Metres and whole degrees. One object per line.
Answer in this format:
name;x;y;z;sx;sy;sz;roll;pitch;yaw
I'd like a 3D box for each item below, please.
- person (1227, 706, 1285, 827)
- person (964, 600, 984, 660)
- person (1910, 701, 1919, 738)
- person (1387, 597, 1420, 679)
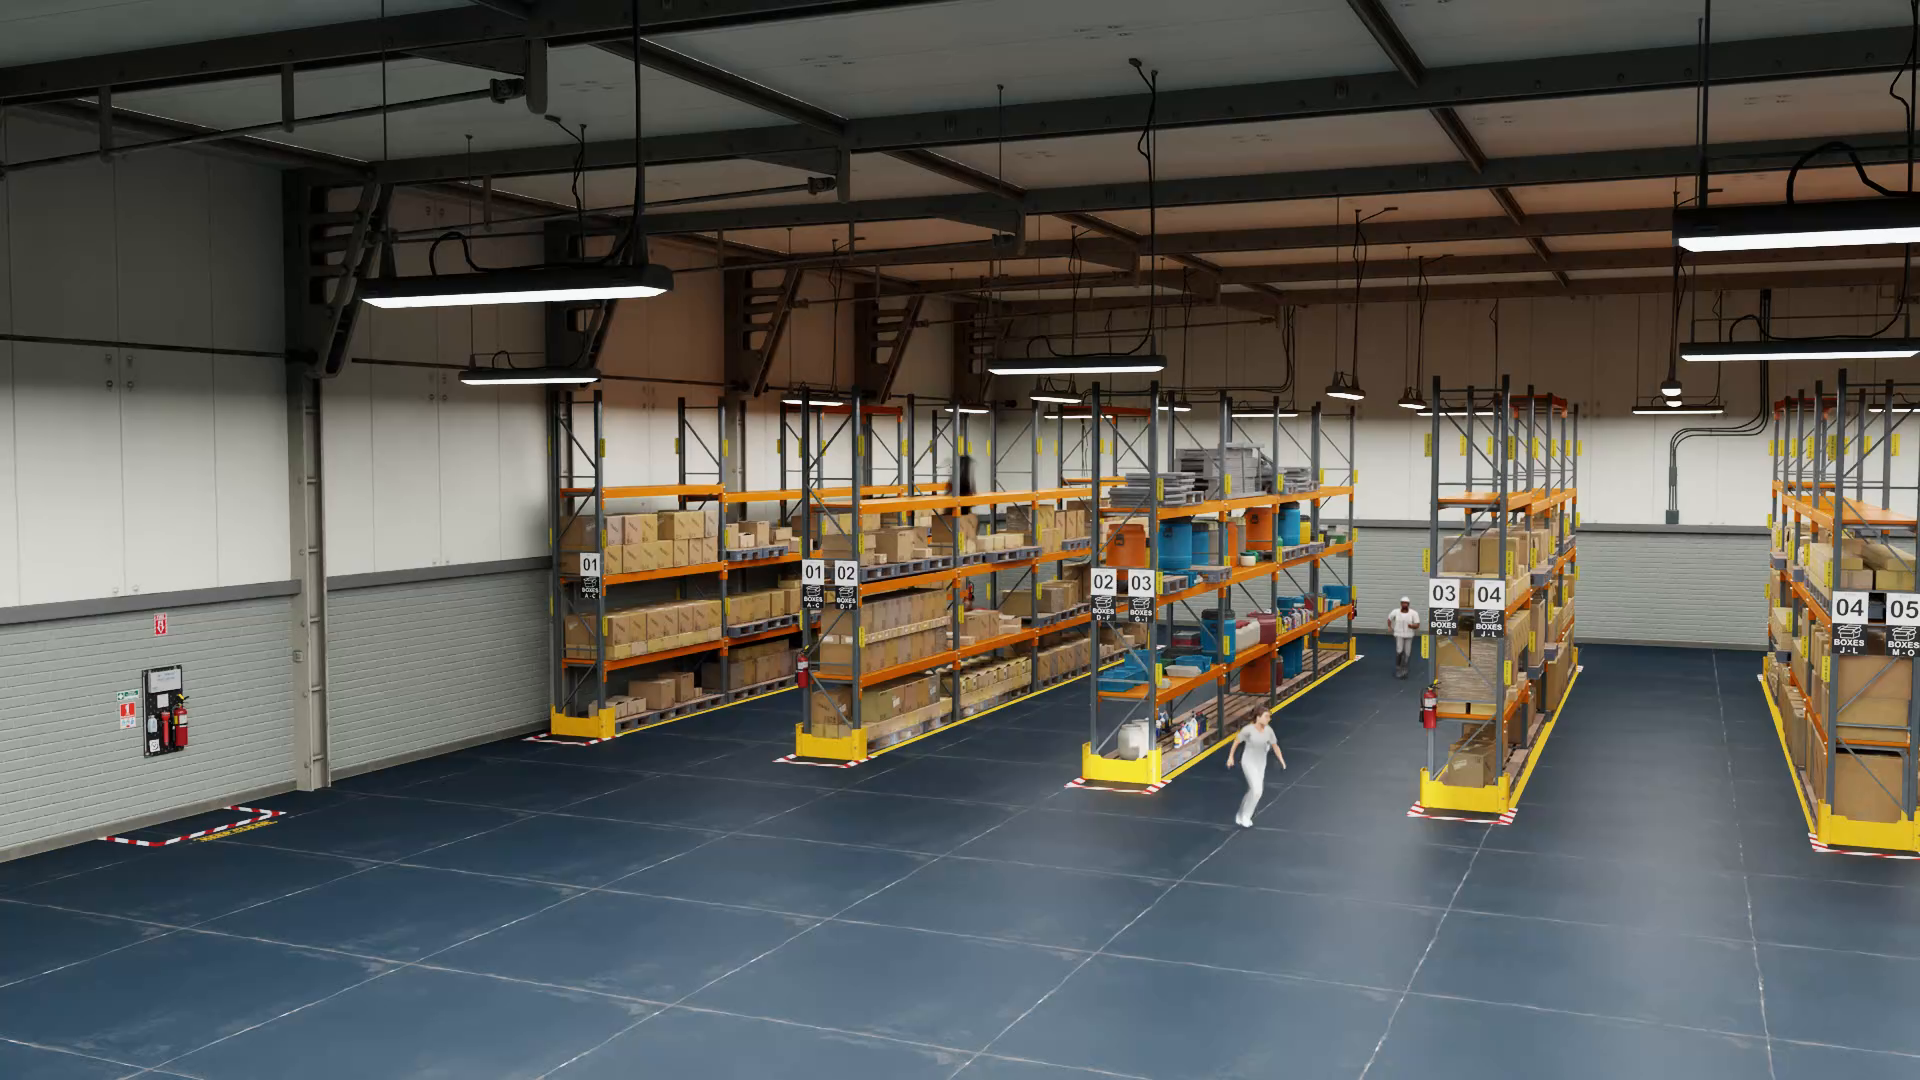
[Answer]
person;3.903;2.974;21.794;0.548;1.621;0.763;-1;3;-25
person;0.312;2.153;37.231;0.702;1.699;0.998;1;3;18
person;15.981;2.735;27.462;0.539;1.520;0.575;1;3;17
person;9.661;2.125;36.190;0.658;1.789;0.722;0;3;9
